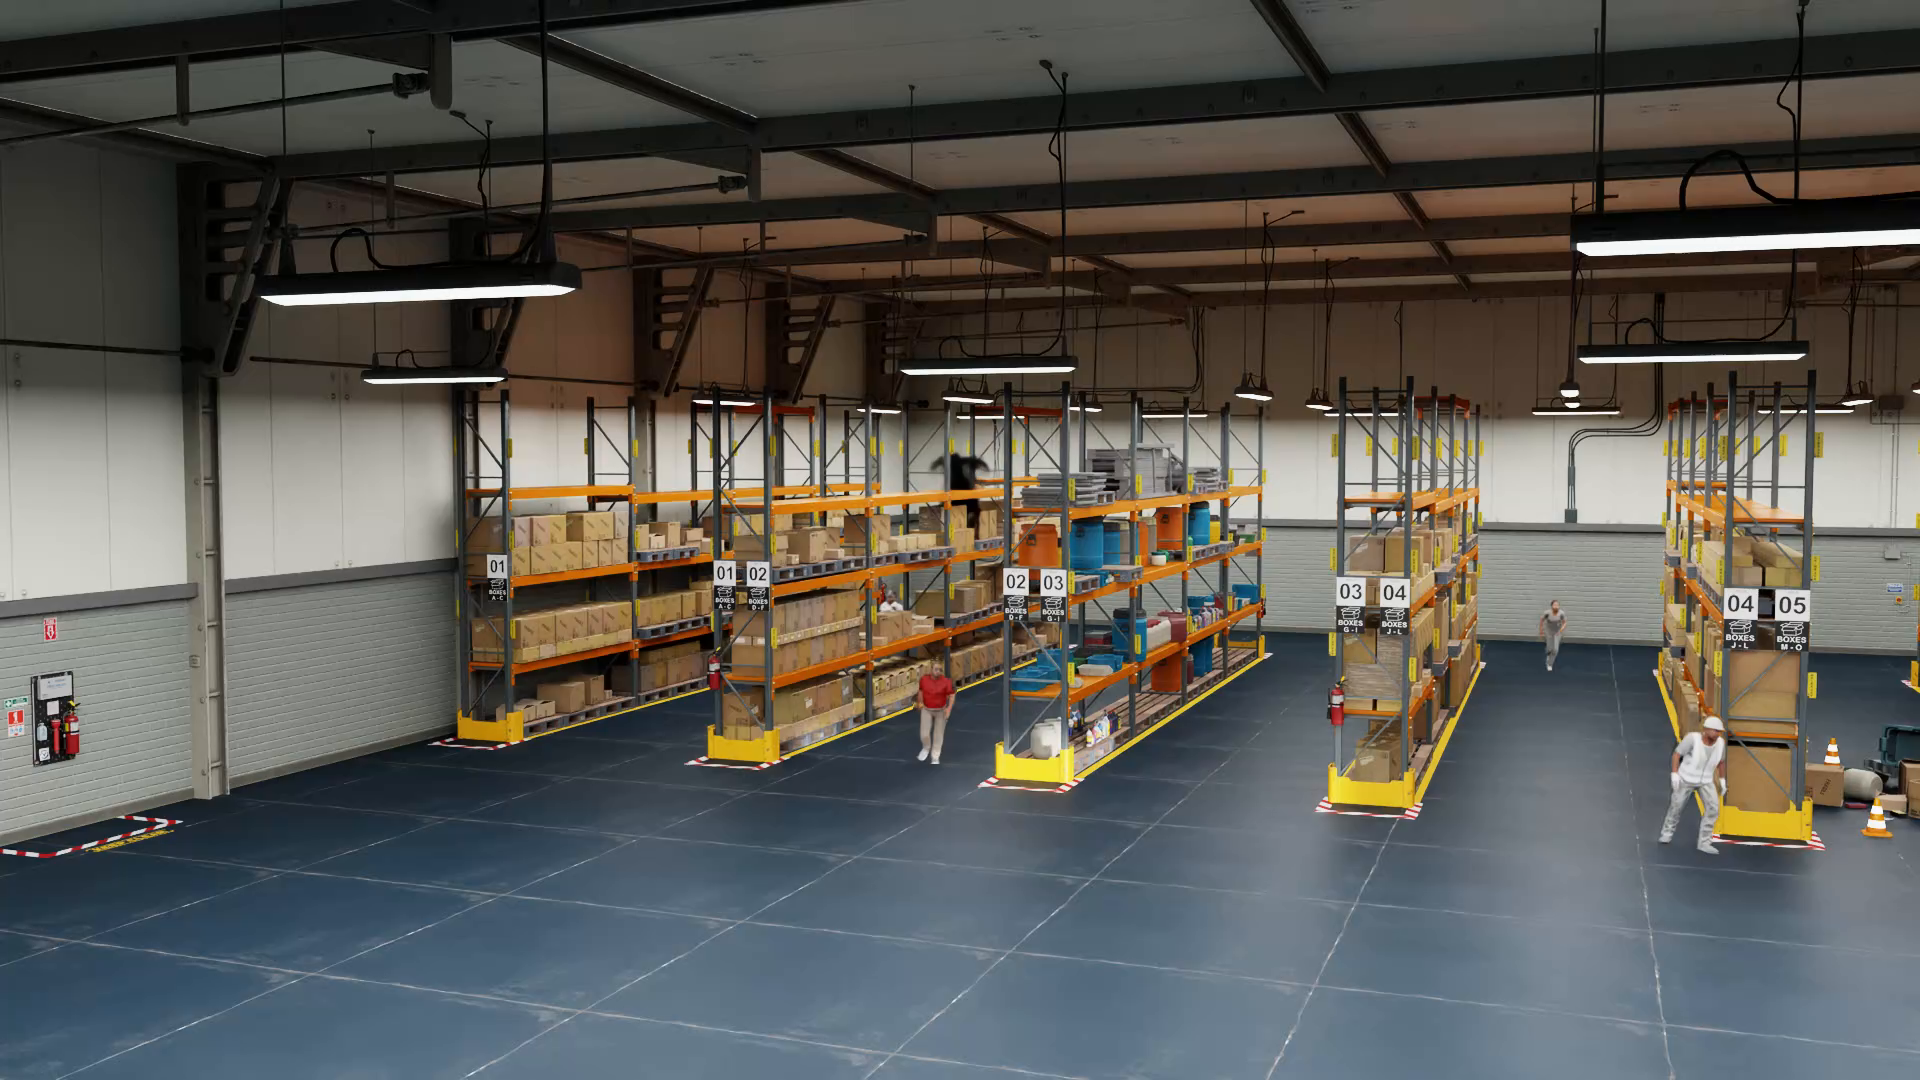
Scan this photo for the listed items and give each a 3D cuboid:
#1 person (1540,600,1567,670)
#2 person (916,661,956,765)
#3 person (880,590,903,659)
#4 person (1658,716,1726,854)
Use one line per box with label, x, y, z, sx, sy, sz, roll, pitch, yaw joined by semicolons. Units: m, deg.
person;13.413;2.137;37.629;0.548;1.602;0.633;0;3;4
person;-0.401;2.718;26.110;0.682;1.668;0.814;0;3;5
person;-1.631;2.025;38.078;0.657;1.749;0.653;1;3;19
person;9.200;3.021;20.809;0.722;1.707;0.777;0;3;-3
